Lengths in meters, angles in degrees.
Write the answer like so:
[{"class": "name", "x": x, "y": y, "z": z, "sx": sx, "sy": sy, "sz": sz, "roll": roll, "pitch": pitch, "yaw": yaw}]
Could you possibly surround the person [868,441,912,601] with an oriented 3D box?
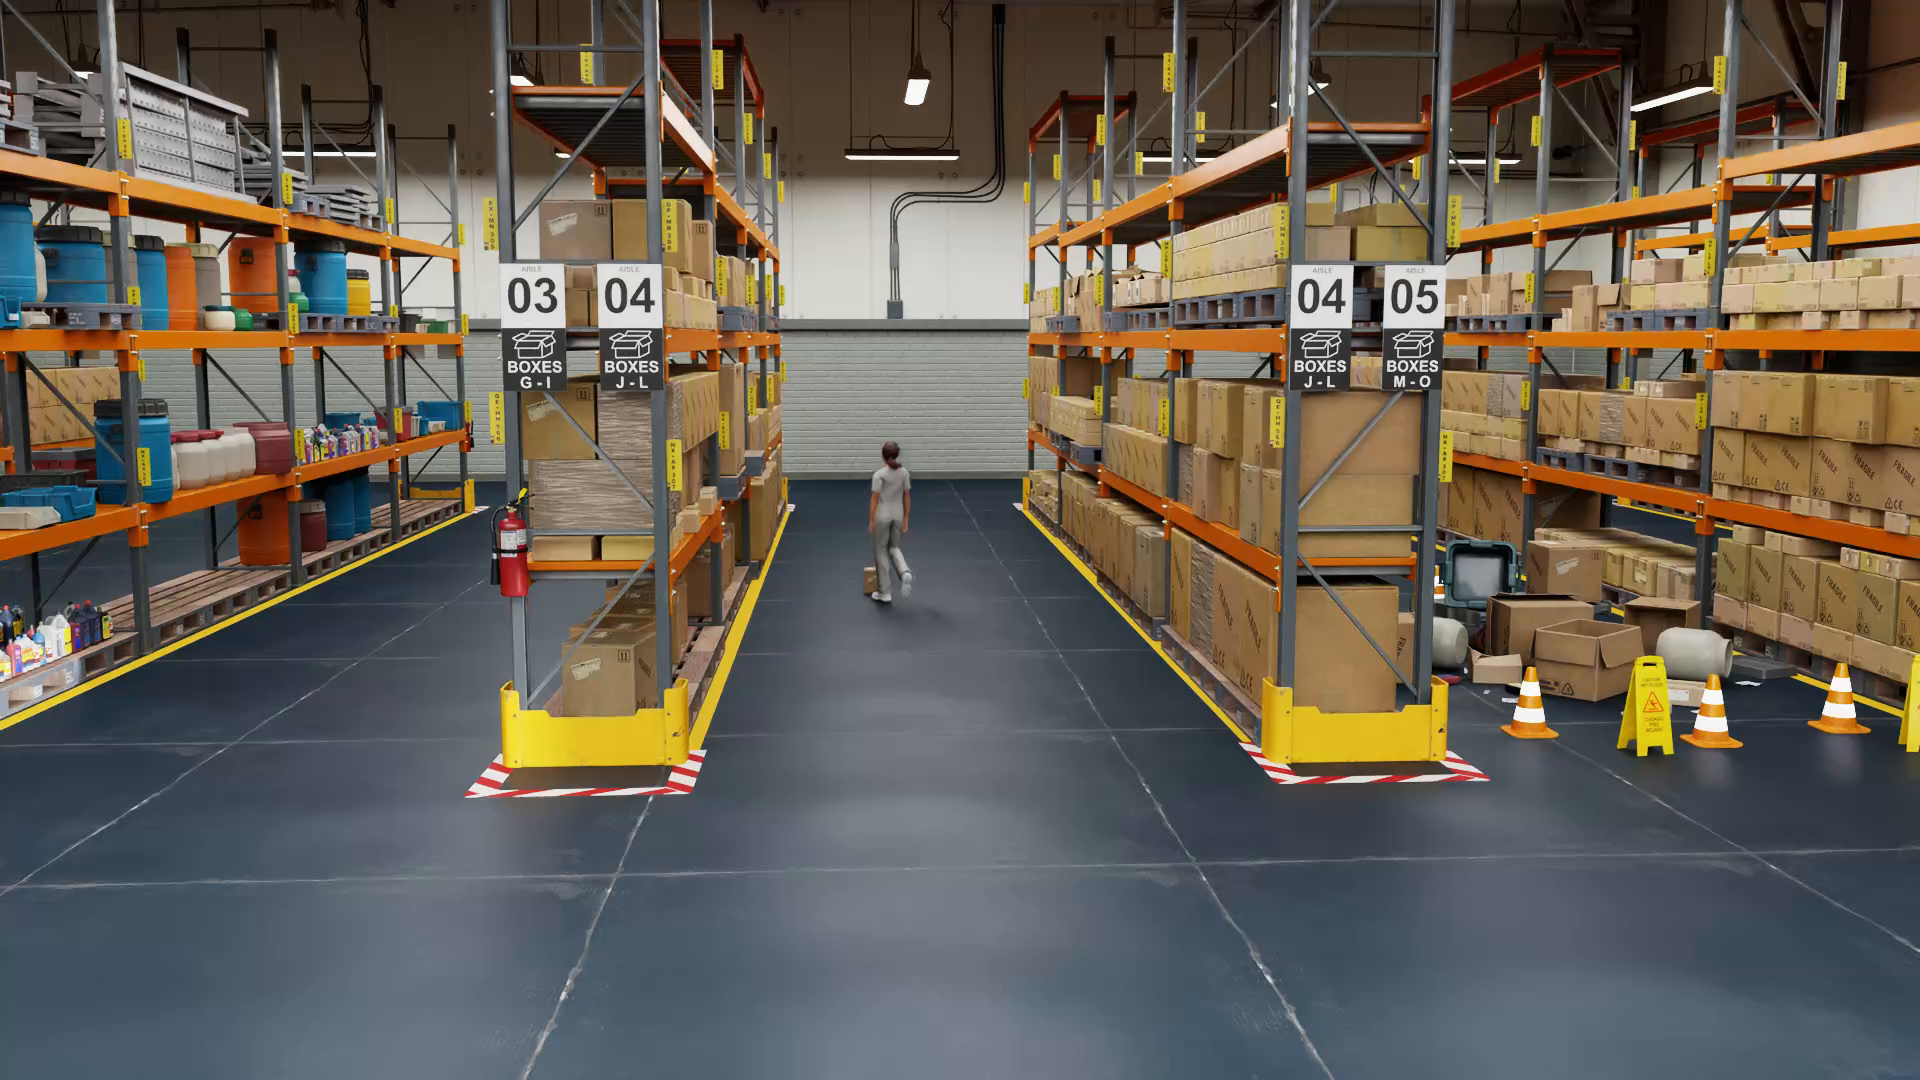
[{"class": "person", "x": -0.728, "y": -0.195, "z": 17.253, "sx": 0.452, "sy": 1.660, "sz": 0.501, "roll": -5, "pitch": 8, "yaw": -34}]
